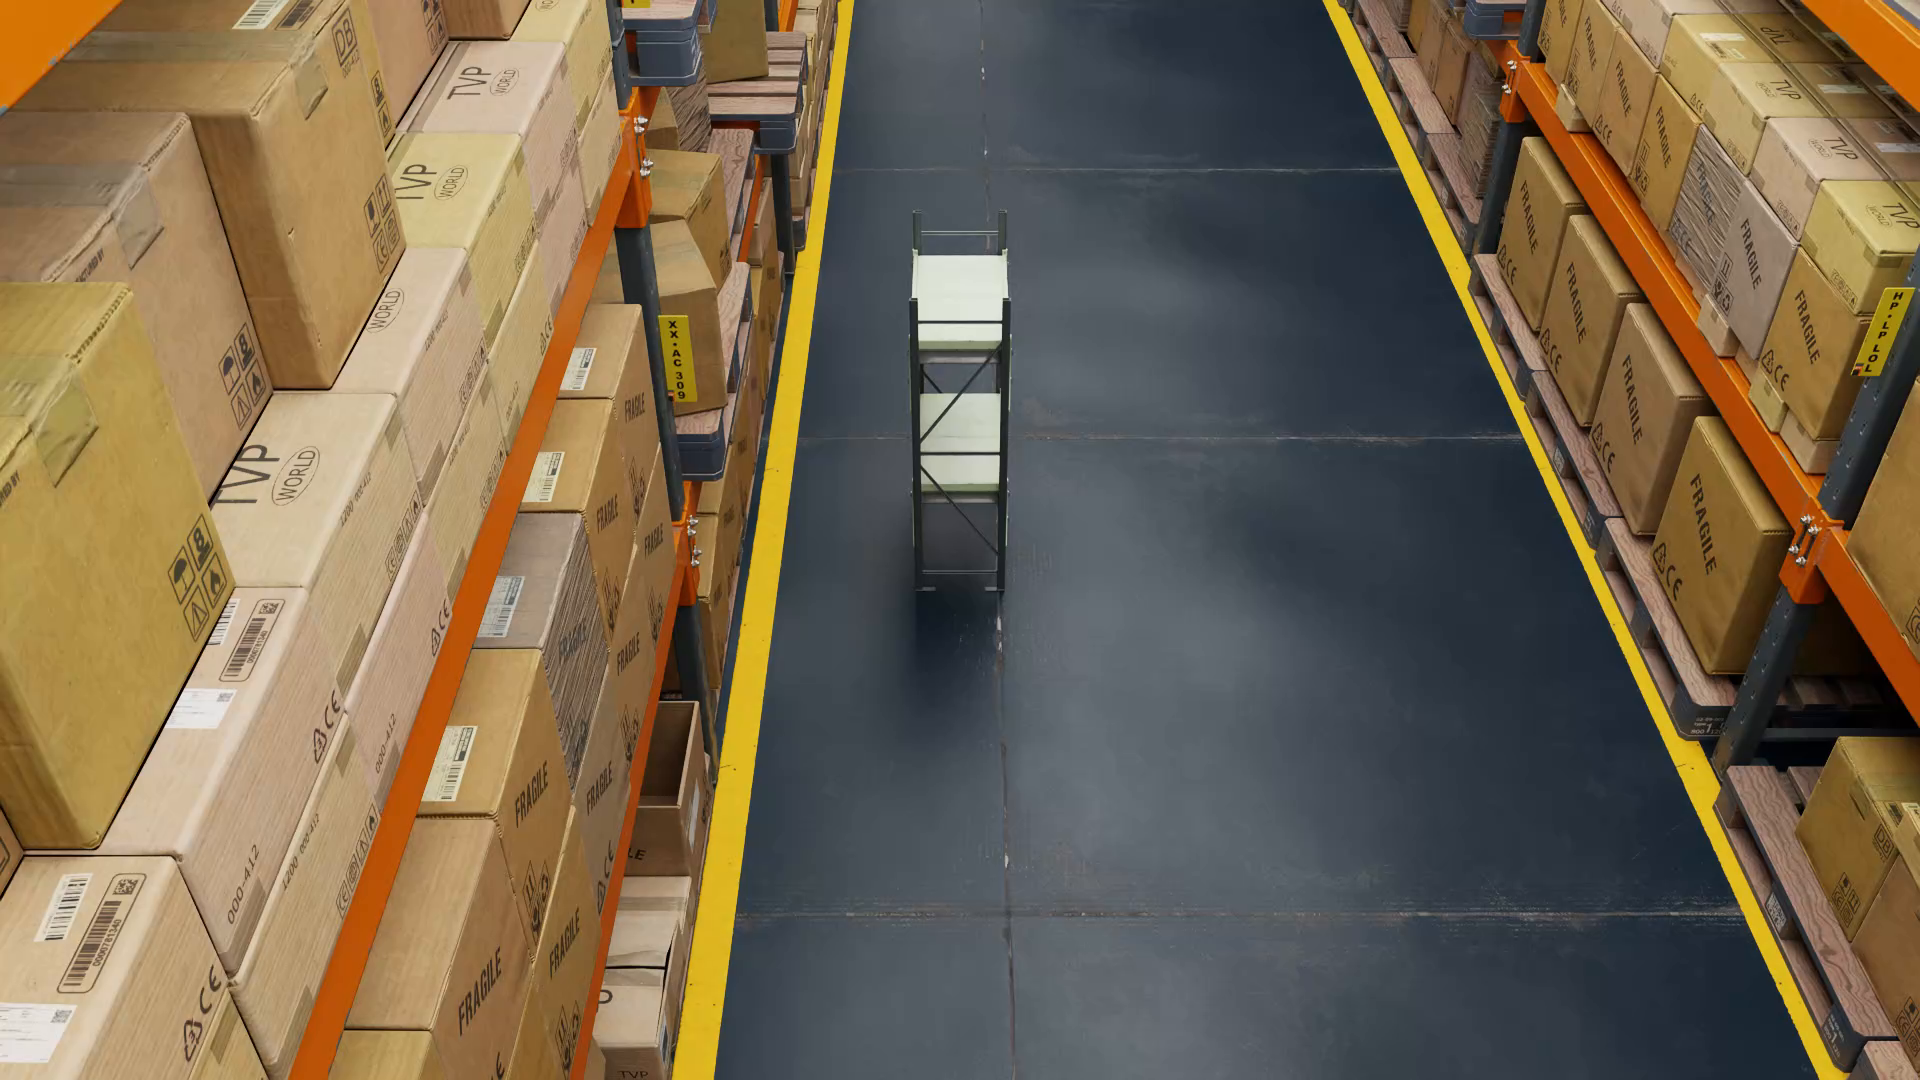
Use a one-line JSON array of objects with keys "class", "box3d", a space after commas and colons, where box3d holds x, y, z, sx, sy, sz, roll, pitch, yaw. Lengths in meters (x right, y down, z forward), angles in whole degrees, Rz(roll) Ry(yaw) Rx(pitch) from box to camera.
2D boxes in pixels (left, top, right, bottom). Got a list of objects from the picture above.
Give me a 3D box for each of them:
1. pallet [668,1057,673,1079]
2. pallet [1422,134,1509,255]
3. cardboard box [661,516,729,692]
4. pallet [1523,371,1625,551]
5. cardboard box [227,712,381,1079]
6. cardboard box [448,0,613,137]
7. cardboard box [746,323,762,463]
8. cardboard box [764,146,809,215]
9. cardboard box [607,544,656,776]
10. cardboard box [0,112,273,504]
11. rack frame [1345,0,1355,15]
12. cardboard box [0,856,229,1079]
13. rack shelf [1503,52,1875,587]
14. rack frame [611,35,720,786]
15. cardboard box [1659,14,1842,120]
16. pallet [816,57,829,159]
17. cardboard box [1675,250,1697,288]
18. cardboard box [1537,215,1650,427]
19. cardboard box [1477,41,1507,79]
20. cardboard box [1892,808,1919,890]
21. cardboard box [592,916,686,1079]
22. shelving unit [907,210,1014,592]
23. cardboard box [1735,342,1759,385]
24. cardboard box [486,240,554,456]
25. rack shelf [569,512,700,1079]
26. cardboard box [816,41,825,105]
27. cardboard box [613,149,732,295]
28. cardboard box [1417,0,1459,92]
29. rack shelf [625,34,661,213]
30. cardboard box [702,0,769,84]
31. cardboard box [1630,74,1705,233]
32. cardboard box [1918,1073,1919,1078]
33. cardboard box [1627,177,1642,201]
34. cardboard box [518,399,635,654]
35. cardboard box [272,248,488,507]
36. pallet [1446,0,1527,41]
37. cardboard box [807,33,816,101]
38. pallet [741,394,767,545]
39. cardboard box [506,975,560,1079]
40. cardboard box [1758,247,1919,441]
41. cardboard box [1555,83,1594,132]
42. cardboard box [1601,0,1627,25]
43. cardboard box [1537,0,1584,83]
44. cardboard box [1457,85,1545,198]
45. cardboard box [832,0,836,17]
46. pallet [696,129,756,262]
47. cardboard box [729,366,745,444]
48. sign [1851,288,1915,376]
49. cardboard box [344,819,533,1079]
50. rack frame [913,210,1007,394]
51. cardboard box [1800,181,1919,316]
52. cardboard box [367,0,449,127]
[{"class": "pallet", "box3d": [-1.455, 2.040, 5.035, 1.003, 0.211, 1.213, 0, 39, 0]}, {"class": "pallet", "box3d": [3.491, -2.150, 10.264, 1.003, 0.211, 1.213, 0, 39, 0]}, {"class": "cardboard box", "box3d": [-1.216, 0.259, 6.675, 0.500, 0.500, 0.500, -2, 39, -2]}, {"class": "pallet", "box3d": [3.414, -0.407, 8.090, 1.003, 0.211, 1.213, 0, 39, 0]}, {"class": "cardboard box", "box3d": [-1.188, 0.513, 2.432, 0.500, 0.250, 0.500, 0, 39, 0]}, {"class": "cardboard box", "box3d": [-1.187, -1.245, 4.227, 0.500, 0.250, 0.500, 0, 39, 0]}, {"class": "cardboard box", "box3d": [-1.221, -0.703, 7.876, 0.500, 0.500, 0.500, -1, 39, -2]}, {"class": "cardboard box", "box3d": [-1.171, -2.162, 9.913, 0.500, 0.250, 0.500, 0, 39, 0]}, {"class": "cardboard box", "box3d": [-1.200, 0.353, 4.830, 0.500, 0.500, 0.500, 1, 39, 1]}, {"class": "cardboard box", "box3d": [-1.495, -0.287, 2.432, 0.700, 0.500, 0.500, 0, 39, 0]}, {"class": "rack frame", "box3d": [3.485, -5.251, 11.904, 1.000, 3.000, 0.127, 0, 39, 0]}, {"class": "cardboard box", "box3d": [-1.195, 0.631, 1.886, 0.500, 0.250, 0.500, 0, 39, 0]}, {"class": "rack shelf", "box3d": [3.492, -1.218, 7.447, 1.077, 0.370, 4.000, 0, 39, 0]}, {"class": "rack frame", "box3d": [-1.459, -0.242, 5.654, 1.000, 3.000, 0.127, 0, 39, 0]}, {"class": "cardboard box", "box3d": [3.245, -1.953, 6.855, 0.500, 0.250, 0.500, -1, 39, -1]}, {"class": "pallet", "box3d": [-1.424, -2.931, 11.239, 1.003, 0.211, 1.213, 0, 39, 0]}, {"class": "cardboard box", "box3d": [3.254, -1.164, 6.988, 0.380, 0.149, 0.250, -1, 39, -1]}, {"class": "cardboard box", "box3d": [3.354, -1.067, 8.066, 0.750, 0.750, 0.750, 0, 39, 0]}, {"class": "cardboard box", "box3d": [3.499, -3.045, 10.199, 0.500, 0.250, 0.500, 1, 39, 1]}, {"class": "cardboard box", "box3d": [3.211, 0.992, 5.257, 0.380, 0.149, 0.250, 1, 39, 1]}, {"class": "cardboard box", "box3d": [-1.174, 1.460, 5.327, 0.500, 0.311, 0.500, 0, 39, 0]}, {"class": "shelving unit", "box3d": [0.000, -0.589, 7.286, 0.431, 1.500, 0.755, 0, 39, 0]}, {"class": "cardboard box", "box3d": [3.232, -0.689, 6.396, 0.380, 0.149, 0.250, 1, 39, 1]}, {"class": "cardboard box", "box3d": [-1.193, -0.425, 3.603, 0.500, 0.250, 0.500, 0, 39, 0]}, {"class": "rack shelf", "box3d": [-1.457, 1.289, 4.318, 1.077, 0.370, 4.000, 0, 39, 0]}, {"class": "cardboard box", "box3d": [-1.179, -3.122, 11.111, 0.500, 0.250, 0.500, 1, 39, 1]}, {"class": "cardboard box", "box3d": [-1.300, -1.172, 6.397, 0.700, 0.500, 0.500, 6, 39, 7]}, {"class": "cardboard box", "box3d": [3.514, -3.345, 11.172, 0.700, 0.500, 0.500, 0, 39, 0]}, {"class": "rack shelf", "box3d": [-1.461, -2.383, 6.501, 1.077, 0.370, 4.000, 0, 39, 0]}, {"class": "cardboard box", "box3d": [-1.350, -2.553, 8.121, 0.700, 0.500, 0.500, -12, 40, -15]}, {"class": "cardboard box", "box3d": [3.234, -1.645, 7.070, 0.500, 0.500, 0.500, 1, 39, 1]}, {"class": "cardboard box", "box3d": [3.389, 1.666, 4.935, 0.700, 0.500, 0.500, 1, 39, 1]}, {"class": "cardboard box", "box3d": [3.288, -1.649, 7.594, 0.380, 0.149, 0.250, 1, 39, 1]}, {"class": "cardboard box", "box3d": [-1.196, -0.035, 4.516, 0.500, 0.500, 0.500, -1, 39, -1]}, {"class": "cardboard box", "box3d": [-1.192, -0.307, 3.056, 0.500, 0.250, 0.500, 0, 39, 0]}, {"class": "pallet", "box3d": [3.383, -3.120, 9.398, 1.213, 0.211, 1.003, 0, 39, 0]}, {"class": "cardboard box", "box3d": [-1.178, -3.029, 10.545, 0.500, 0.311, 0.500, -1, 39, -1]}, {"class": "pallet", "box3d": [-1.502, -0.428, 8.115, 1.003, 0.211, 1.213, 0, 39, 0]}, {"class": "cardboard box", "box3d": [-1.195, 1.306, 3.642, 0.500, 0.500, 0.500, 0, 39, 0]}, {"class": "cardboard box", "box3d": [3.242, -0.700, 5.891, 0.500, 0.500, 0.500, -1, 39, -1]}, {"class": "cardboard box", "box3d": [3.166, -2.129, 8.194, 0.380, 0.149, 0.250, 1, 39, 1]}, {"class": "cardboard box", "box3d": [3.234, -2.585, 7.643, 0.500, 0.250, 0.500, -1, 39, -1]}, {"class": "cardboard box", "box3d": [3.235, -2.609, 8.273, 0.500, 0.500, 0.500, 1, 39, 1]}, {"class": "cardboard box", "box3d": [3.437, -2.396, 9.988, 0.700, 0.500, 0.500, 0, 39, 1]}, {"class": "cardboard box", "box3d": [-1.178, -4.077, 12.302, 0.500, 0.250, 0.500, 0, 39, 0]}, {"class": "pallet", "box3d": [-1.457, -1.453, 7.318, 1.003, 0.211, 1.213, 0, 39, 0]}, {"class": "cardboard box", "box3d": [-1.217, -0.659, 7.221, 0.500, 0.250, 0.500, 0, 39, 0]}, {"class": "sign", "box3d": [2.952, -0.663, 5.316, 0.100, 0.325, 0.005, 0, 39, 0]}, {"class": "cardboard box", "box3d": [-1.195, 0.912, 3.333, 0.500, 0.500, 0.500, 0, 39, 1]}, {"class": "rack frame", "box3d": [0.000, -0.818, 7.572, 0.400, 1.500, 0.023, 0, 39, 0]}, {"class": "cardboard box", "box3d": [3.238, -0.996, 5.660, 0.500, 0.250, 0.500, 1, 39, 1]}, {"class": "cardboard box", "box3d": [-1.562, -1.225, 3.602, 0.700, 0.500, 0.500, 0, 39, 0]}]
